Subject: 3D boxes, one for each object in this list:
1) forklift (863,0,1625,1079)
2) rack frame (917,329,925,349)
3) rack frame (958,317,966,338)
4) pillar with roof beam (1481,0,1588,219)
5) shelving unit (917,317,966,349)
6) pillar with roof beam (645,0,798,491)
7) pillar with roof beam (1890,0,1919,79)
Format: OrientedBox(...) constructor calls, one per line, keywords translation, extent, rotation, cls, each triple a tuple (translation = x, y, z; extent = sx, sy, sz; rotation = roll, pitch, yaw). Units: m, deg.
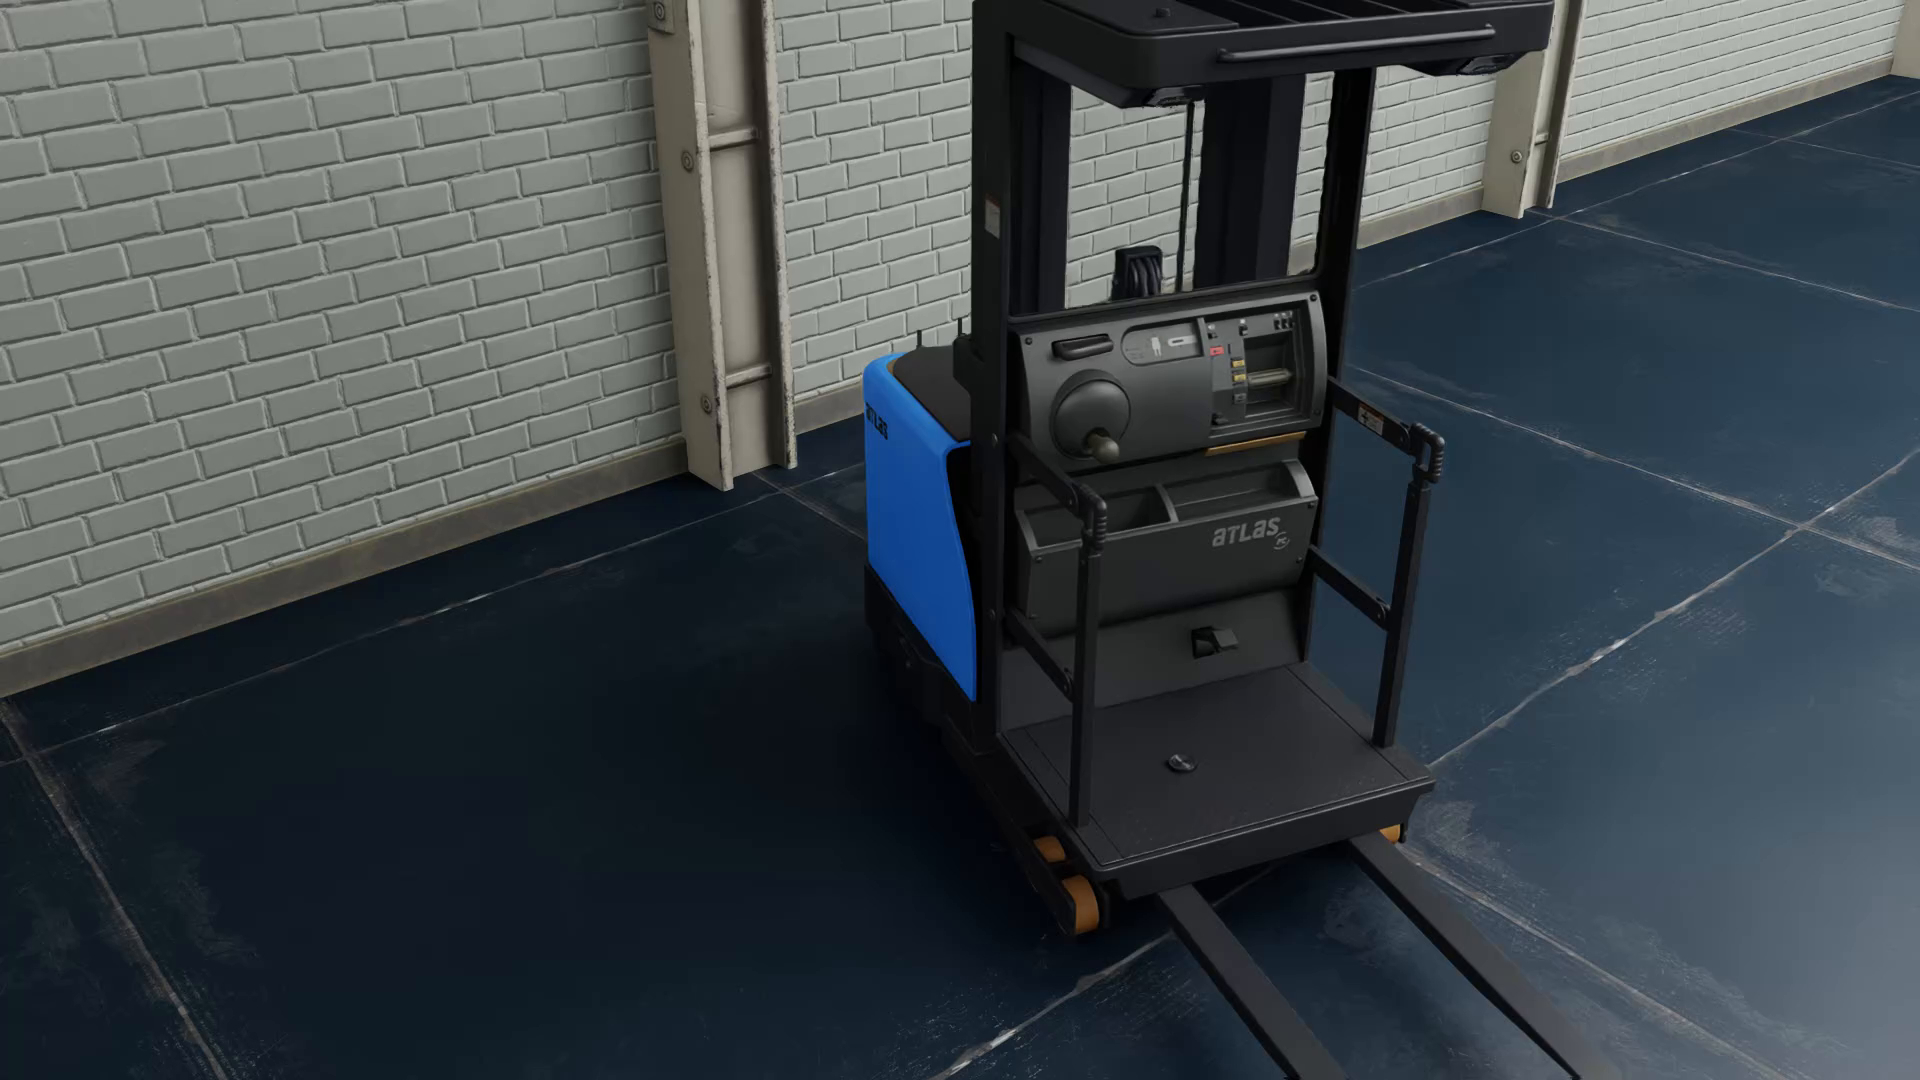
OrientedBox(translation=(0.681, -0.409, 4.406), extent=(1.130, 2.935, 3.031), rotation=(-11, 30, -19), cls="forklift")
OrientedBox(translation=(-0.084, -0.363, 6.475), extent=(0.006, 0.900, 0.240), rotation=(-22, 35, -35), cls="rack frame")
OrientedBox(translation=(0.071, -0.425, 6.591), extent=(0.006, 0.900, 0.240), rotation=(-22, 35, -35), cls="rack frame")
OrientedBox(translation=(6.393, -4.584, 5.779), extent=(0.400, 9.000, 9.100), rotation=(-22, 35, -35), cls="pillar with roof beam")
OrientedBox(translation=(-0.006, -0.394, 6.533), extent=(0.210, 0.900, 0.258), rotation=(-22, 35, -35), cls="shelving unit")
OrientedBox(translation=(1.828, -2.748, 2.345), extent=(0.400, 9.000, 9.100), rotation=(-22, 35, -35), cls="pillar with roof beam")
OrientedBox(translation=(10.957, -6.419, 9.214), extent=(0.400, 9.000, 9.100), rotation=(-22, 35, -35), cls="pillar with roof beam")
